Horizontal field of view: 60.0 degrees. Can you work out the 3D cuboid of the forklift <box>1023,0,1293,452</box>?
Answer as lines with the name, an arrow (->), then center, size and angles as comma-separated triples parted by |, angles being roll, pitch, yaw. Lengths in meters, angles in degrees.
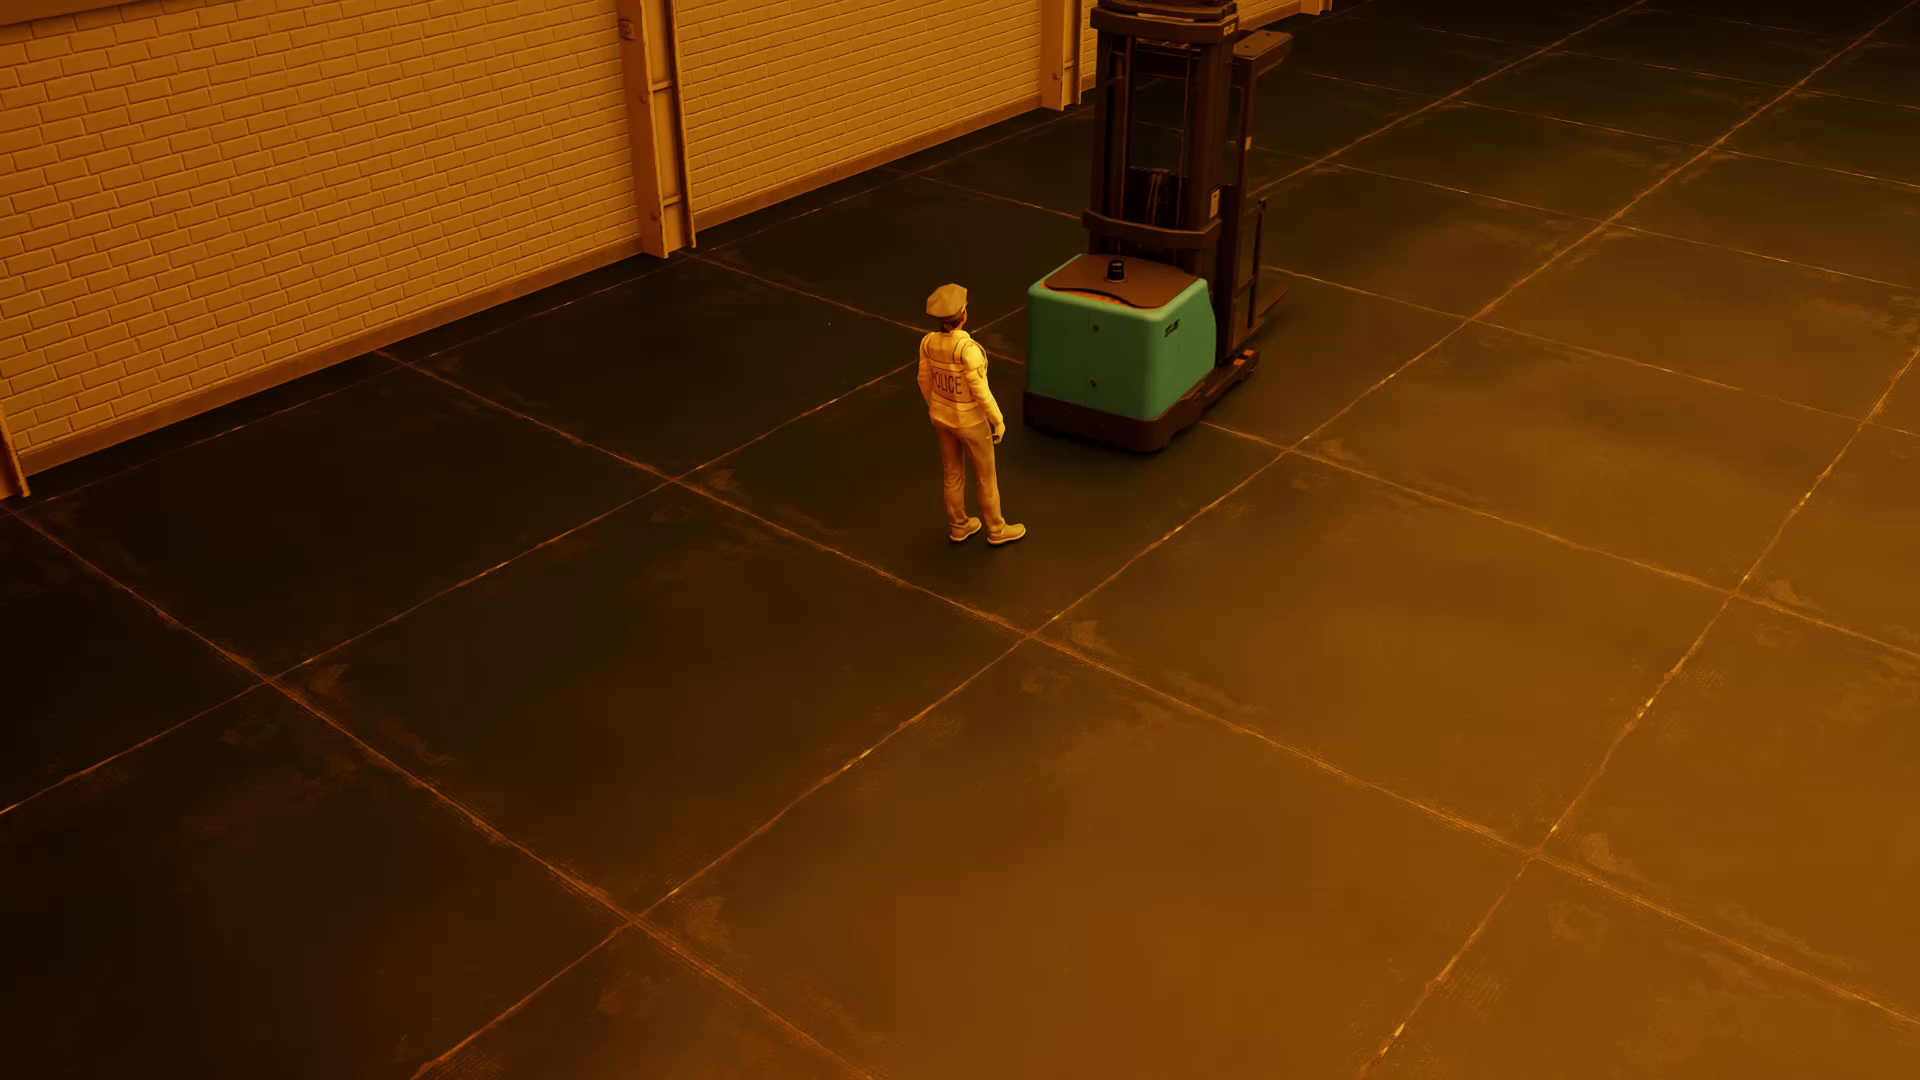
forklift -> 1.632, -2.575, 12.002 | 1.130, 2.935, 3.031 | 17, 34, 26

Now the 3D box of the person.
person -> 0.048, -0.763, 10.111 | 0.587, 1.695, 0.531 | 22, 37, 33
